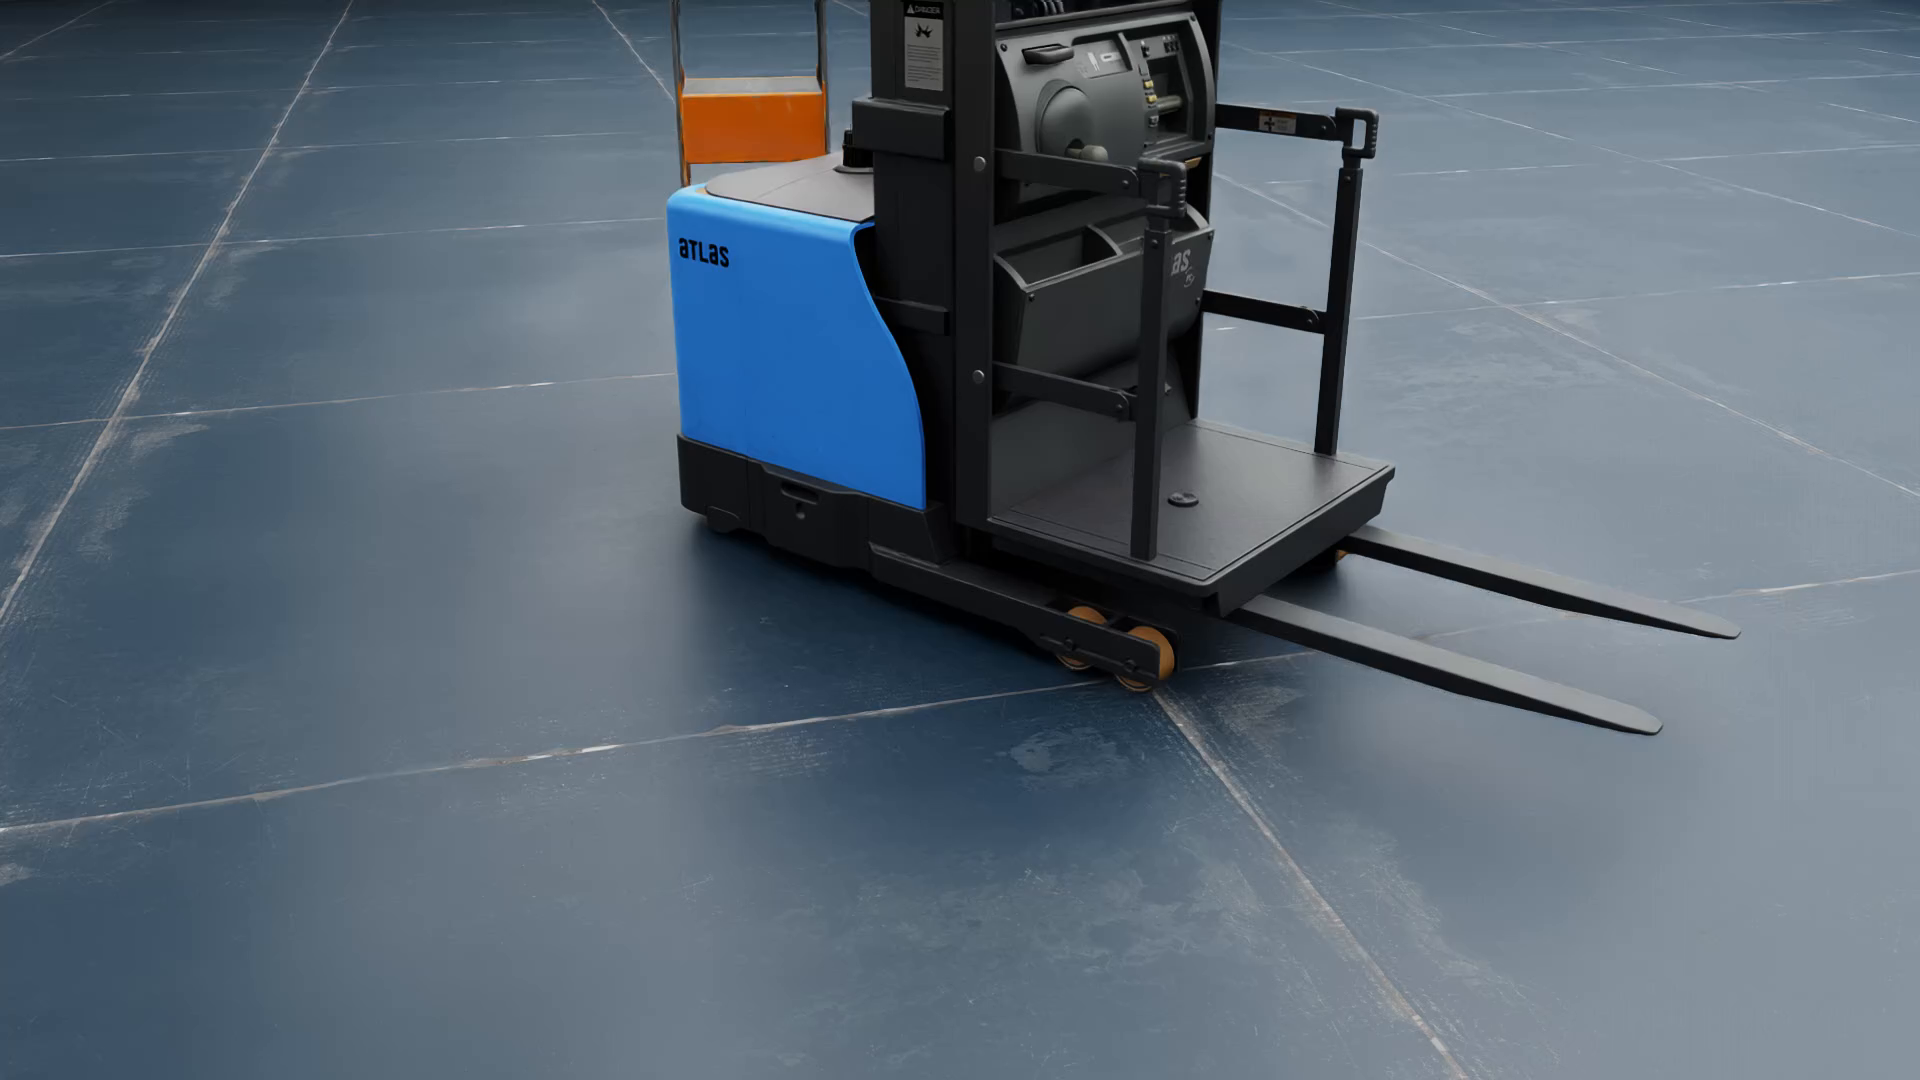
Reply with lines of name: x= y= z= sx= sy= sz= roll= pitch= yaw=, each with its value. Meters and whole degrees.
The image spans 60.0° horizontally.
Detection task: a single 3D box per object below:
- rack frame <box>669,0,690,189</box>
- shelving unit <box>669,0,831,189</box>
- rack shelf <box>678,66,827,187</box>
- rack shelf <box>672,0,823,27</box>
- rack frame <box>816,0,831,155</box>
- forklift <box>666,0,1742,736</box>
rack frame: x=-0.951 y=-1.341 z=5.713 sx=0.015 sy=2.100 sz=0.400 roll=-3 pitch=23 yaw=-7
shelving unit: x=-0.709 y=-1.353 z=5.741 sx=0.503 sy=2.100 sz=0.431 roll=-3 pitch=23 yaw=-7
rack shelf: x=-0.709 y=-1.341 z=5.747 sx=0.480 sy=0.518 sz=0.431 roll=-3 pitch=23 yaw=-7
rack shelf: x=-0.709 y=-1.984 z=5.471 sx=0.480 sy=0.518 sz=0.431 roll=-3 pitch=23 yaw=-7
rack frame: x=-0.467 y=-1.366 z=5.770 sx=0.015 sy=2.100 sz=0.400 roll=-3 pitch=23 yaw=-7
forklift: x=0.568 y=-1.188 z=4.303 sx=3.031 sy=2.935 sz=1.130 roll=18 pitch=29 yaw=35
